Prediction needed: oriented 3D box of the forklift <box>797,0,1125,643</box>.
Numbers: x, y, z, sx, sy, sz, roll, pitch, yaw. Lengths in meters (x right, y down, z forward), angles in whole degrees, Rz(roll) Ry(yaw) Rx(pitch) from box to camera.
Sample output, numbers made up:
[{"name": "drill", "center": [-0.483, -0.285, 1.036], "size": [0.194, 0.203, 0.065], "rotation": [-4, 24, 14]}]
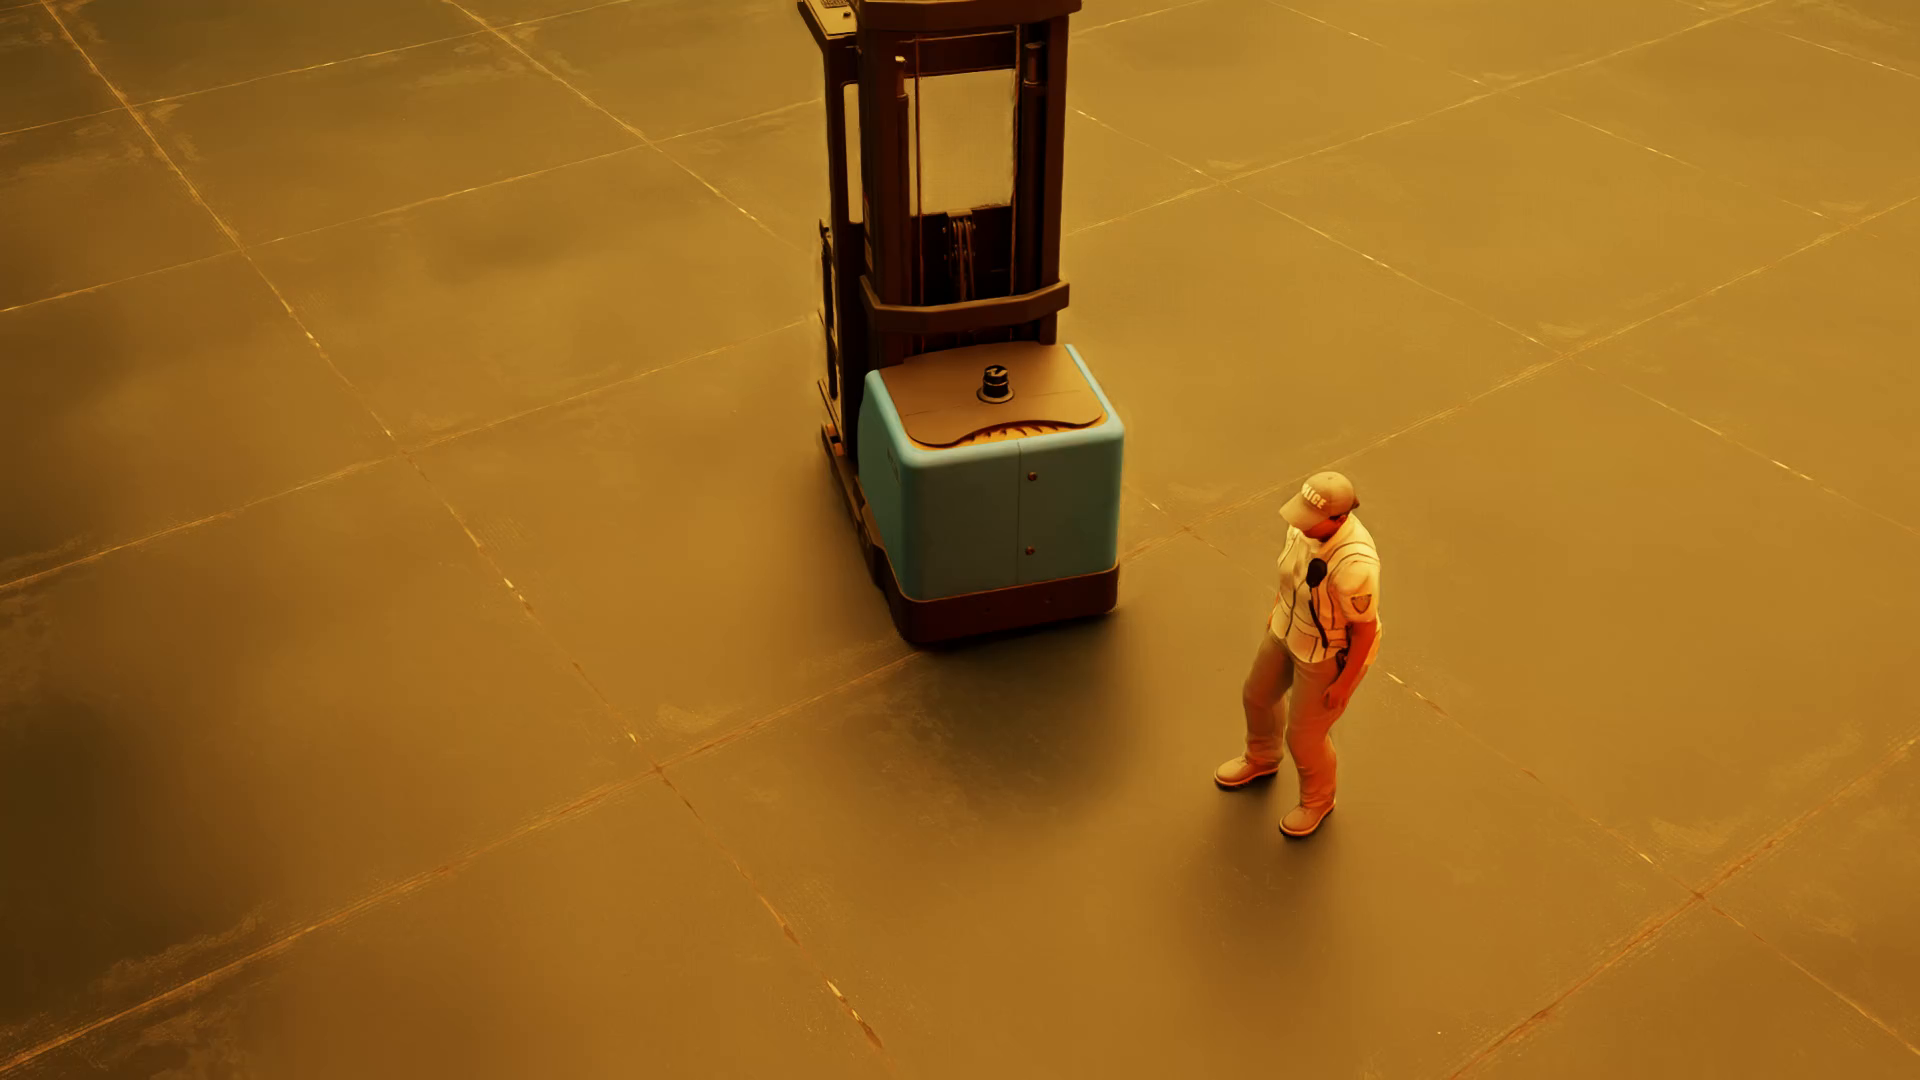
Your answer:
[{"name": "forklift", "center": [-0.126, -1.583, 8.086], "size": [1.130, 2.935, 3.031], "rotation": [-9, 37, -12]}]

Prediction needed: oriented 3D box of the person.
[{"name": "person", "center": [1.360, 0.418, 6.454], "size": [0.454, 1.660, 0.539], "rotation": [-13, 39, -18]}]
